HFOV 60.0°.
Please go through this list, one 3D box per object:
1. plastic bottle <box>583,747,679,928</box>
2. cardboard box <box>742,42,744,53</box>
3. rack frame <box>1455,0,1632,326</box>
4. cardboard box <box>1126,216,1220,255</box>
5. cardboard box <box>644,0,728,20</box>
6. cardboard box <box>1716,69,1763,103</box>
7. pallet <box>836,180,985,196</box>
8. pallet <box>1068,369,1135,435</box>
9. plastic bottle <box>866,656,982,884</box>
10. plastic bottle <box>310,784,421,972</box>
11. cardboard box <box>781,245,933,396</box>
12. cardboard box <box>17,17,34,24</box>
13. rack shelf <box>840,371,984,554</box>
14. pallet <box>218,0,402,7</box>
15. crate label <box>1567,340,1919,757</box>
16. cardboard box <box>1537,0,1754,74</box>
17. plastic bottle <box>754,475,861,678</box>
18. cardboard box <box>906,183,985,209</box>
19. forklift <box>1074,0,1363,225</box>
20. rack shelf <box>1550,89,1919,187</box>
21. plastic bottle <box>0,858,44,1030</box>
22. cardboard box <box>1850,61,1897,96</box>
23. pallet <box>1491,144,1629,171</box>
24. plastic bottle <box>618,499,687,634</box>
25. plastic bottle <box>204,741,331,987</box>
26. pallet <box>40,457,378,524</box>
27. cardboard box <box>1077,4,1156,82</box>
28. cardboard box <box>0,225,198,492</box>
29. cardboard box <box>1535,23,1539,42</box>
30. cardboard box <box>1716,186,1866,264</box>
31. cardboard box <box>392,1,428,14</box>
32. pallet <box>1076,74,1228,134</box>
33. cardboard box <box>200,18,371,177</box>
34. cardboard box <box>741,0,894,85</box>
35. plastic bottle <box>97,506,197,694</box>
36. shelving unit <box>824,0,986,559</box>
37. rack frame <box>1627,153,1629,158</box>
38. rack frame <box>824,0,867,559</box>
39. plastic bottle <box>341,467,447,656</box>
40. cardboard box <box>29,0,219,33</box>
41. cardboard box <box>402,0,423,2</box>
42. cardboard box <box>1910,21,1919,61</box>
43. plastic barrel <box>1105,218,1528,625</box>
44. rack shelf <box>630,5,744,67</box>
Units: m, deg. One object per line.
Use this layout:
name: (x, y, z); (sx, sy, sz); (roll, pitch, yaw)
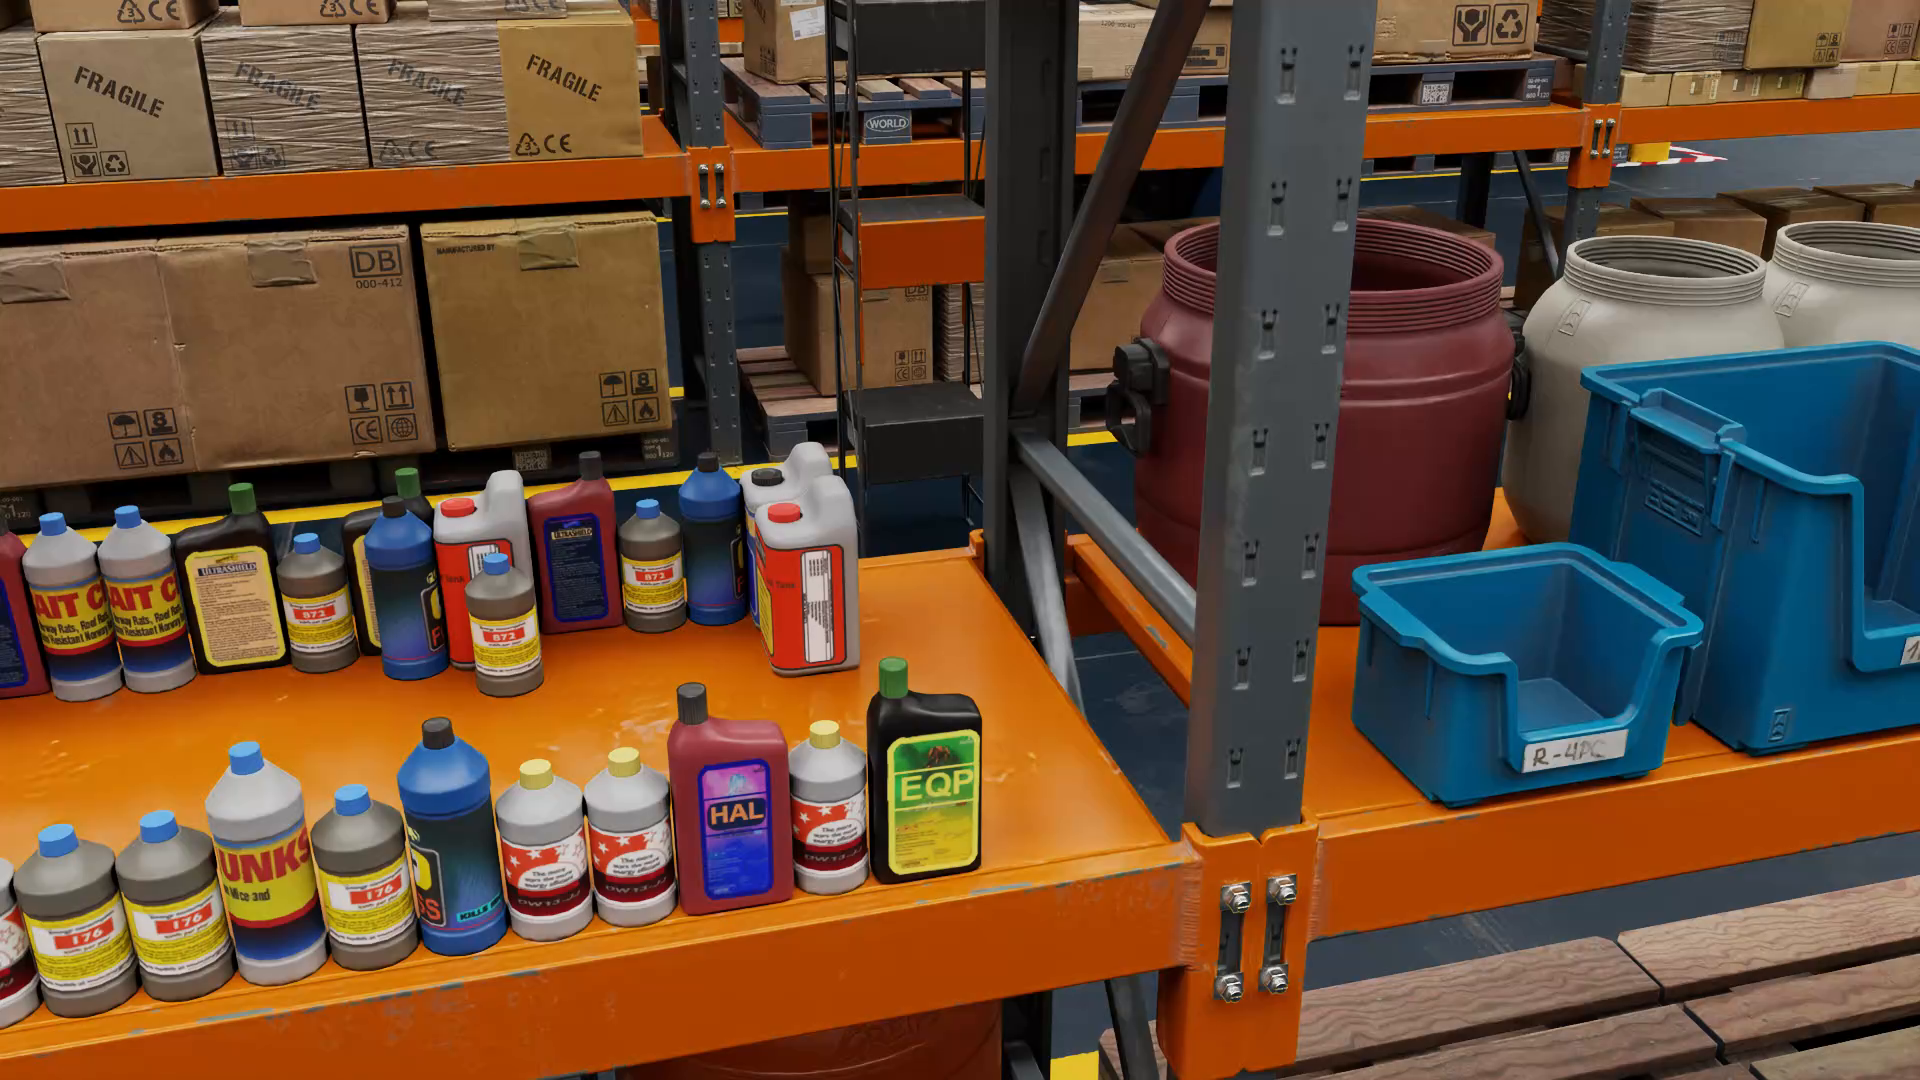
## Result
plastic bottle: (-0.380, 0.335, 1.917); (0.097, 0.201, 0.097); (0, 23, 0)
cardboard box: (-1.796, -4.836, 16.517); (0.625, 0.372, 0.950); (-6, 24, -13)
rack frame: (2.746, -2.298, 7.801); (0.127, 3.000, 1.000); (-6, 24, -14)
cardboard box: (1.146, -1.191, 7.833); (0.500, 0.500, 0.700); (-8, 25, -19)
cardboard box: (-1.843, -3.757, 11.075); (0.500, 0.500, 0.500); (-6, 24, -14)
cardboard box: (3.512, -2.150, 7.775); (0.250, 0.149, 0.380); (-6, 24, -14)
pallet: (-0.396, -2.668, 12.200); (1.213, 0.211, 1.003); (-6, 24, -14)
pallet: (0.820, -0.801, 7.850); (1.213, 0.211, 1.003); (-6, 24, -14)
plastic bottle: (-0.042, 0.267, 1.971); (0.133, 0.283, 0.061); (-6, 24, -14)
plastic bottle: (-0.661, 0.366, 1.845); (0.097, 0.201, 0.097); (0, 23, 0)
cardboard box: (-0.466, -1.004, 7.398); (0.500, 0.500, 0.700); (-8, 24, -17)
cardboard box: (-3.601, -1.753, 6.406); (0.500, 0.500, 0.500); (-7, 24, -15)
rack shelf: (-0.159, -0.291, 6.076); (0.480, 0.518, 0.431); (-6, 24, -14)
pallet: (-4.243, -3.451, 10.732); (1.213, 0.211, 1.003); (-6, 24, -14)
crate label: (1.262, -0.011, 2.426); (0.616, 0.435, 0.502); (-6, 24, -14)
cardboard box: (3.196, -2.505, 7.780); (0.500, 0.500, 0.875); (-6, 24, -14)
plastic bottle: (-0.230, 0.047, 2.494); (0.135, 0.276, 0.152); (-6, 24, -14)
cardboard box: (0.040, -1.413, 7.400); (0.500, 0.250, 0.500); (-4, 23, -8)
forklift: (0.612, -2.641, 8.688); (3.031, 2.935, 1.130); (-7, 24, -16)
rack shelf: (4.672, -2.180, 8.439); (4.000, 0.370, 1.077); (-6, 24, -14)
plastic bottle: (-1.036, 0.408, 1.748); (0.097, 0.201, 0.097); (0, 23, 0)
cardboard box: (4.231, -2.233, 7.970); (0.250, 0.149, 0.380); (-6, 24, -14)
pallet: (4.606, -3.221, 13.490); (1.213, 0.211, 1.003); (-6, 24, -14)
plastic bottle: (-0.484, 0.036, 2.615); (0.097, 0.201, 0.097); (0, 23, 0)
plastic bottle: (-0.755, 0.344, 1.807); (0.097, 0.271, 0.097); (0, 23, 0)
pallet: (-3.057, -0.406, 6.929); (1.213, 0.211, 1.003); (-6, 24, -14)
cardboard box: (0.570, -2.087, 6.967); (0.500, 0.250, 0.500); (-7, 24, -16)
cardboard box: (-3.486, -0.833, 6.550); (0.875, 0.875, 1.225); (-7, 24, -16)
cardboard box: (3.873, -3.642, 13.097); (0.875, 0.875, 0.875); (-7, 24, -15)
cardboard box: (4.268, -1.529, 8.647); (0.500, 0.500, 0.500); (-9, 25, -19)
cardboard box: (-2.143, -1.913, 6.778); (0.500, 0.500, 0.500); (-7, 24, -16)
pallet: (0.790, -2.010, 7.373); (1.213, 0.211, 1.003); (-6, 24, -14)
cardboard box: (-2.494, -1.664, 6.196); (0.500, 0.500, 0.500); (-7, 24, -16)
cardboard box: (-0.596, -2.183, 6.875); (0.500, 0.500, 0.500); (-9, 25, -21)
plastic bottle: (-1.187, 0.081, 2.420); (0.097, 0.271, 0.097); (0, 23, 0)
shelving unit: (-0.159, -0.947, 5.795); (0.503, 2.100, 0.431); (-6, 24, -14)
rack frame: (5.355, -4.618, 13.208); (0.127, 3.000, 1.000); (-6, 24, -14)
rack frame: (-0.394, -0.921, 5.734); (0.015, 2.100, 0.400); (-6, 24, -14)
plastic bottle: (-0.858, 0.032, 2.519); (0.133, 0.283, 0.061); (-6, 24, -14)
cardboard box: (-3.086, -2.165, 6.092); (0.637, 0.503, 0.797); (-6, 24, -13)
cardboard box: (-5.330, -4.715, 15.597); (0.875, 0.875, 0.875); (-6, 24, -14)
cardboard box: (4.634, -2.674, 8.173); (0.500, 0.500, 0.875); (-6, 24, -14)
plastic barrel: (0.598, -0.218, 2.782); (0.708, 0.536, 0.600); (-6, 24, -14)
rack shelf: (-0.422, -3.648, 11.860); (4.000, 0.370, 1.077); (-6, 24, -14)
